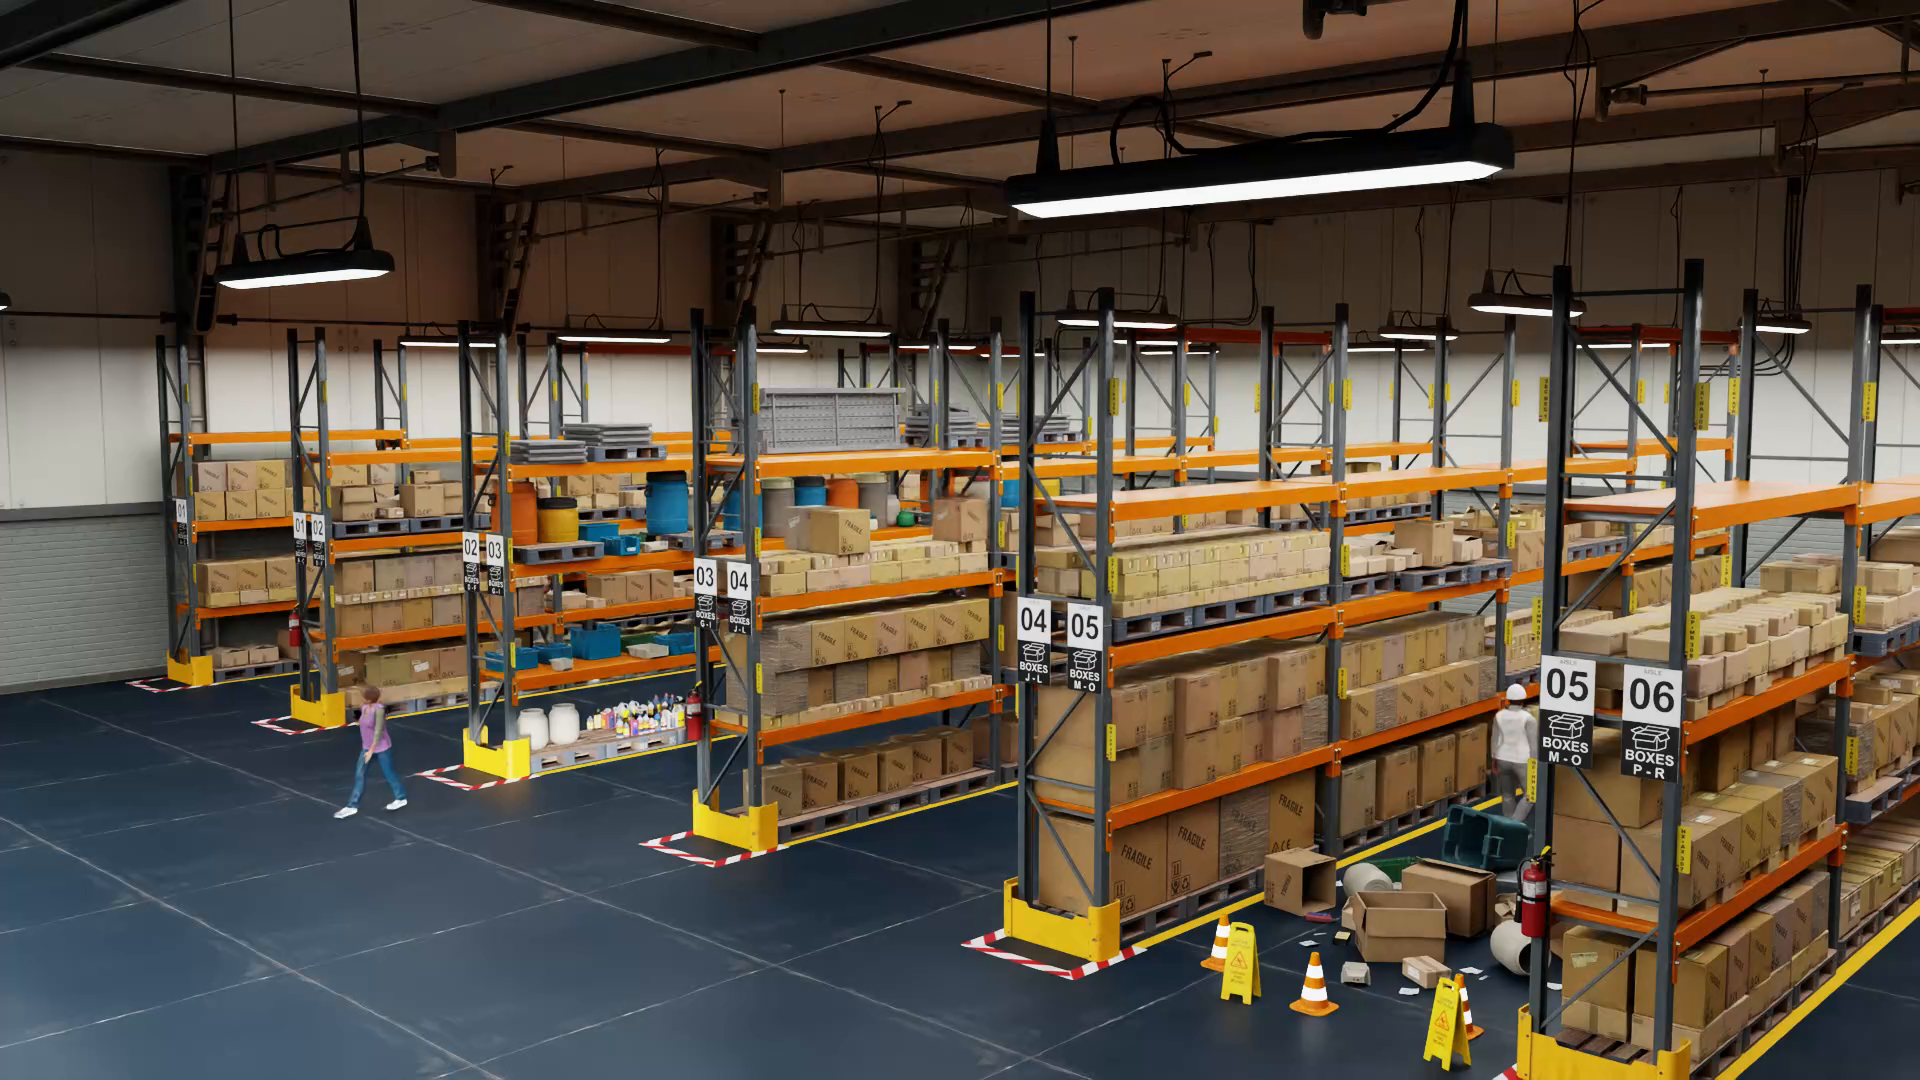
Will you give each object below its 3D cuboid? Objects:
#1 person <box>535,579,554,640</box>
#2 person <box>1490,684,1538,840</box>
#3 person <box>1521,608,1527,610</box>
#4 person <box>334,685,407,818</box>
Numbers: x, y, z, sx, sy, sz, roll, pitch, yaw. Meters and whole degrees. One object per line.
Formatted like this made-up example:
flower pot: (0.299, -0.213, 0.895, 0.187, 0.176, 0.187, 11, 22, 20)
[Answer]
person: (-7.457, 1.509, 30.354, 0.575, 1.648, 0.576, 3, 6, 32)
person: (6.294, 2.518, 18.874, 0.566, 1.772, 0.537, 5, 7, 43)
person: (8.773, 1.886, 25.878, 0.560, 1.661, 1.078, 5, 7, 40)
person: (-7.040, 2.506, 19.917, 0.437, 1.564, 0.850, 4, 6, 34)
